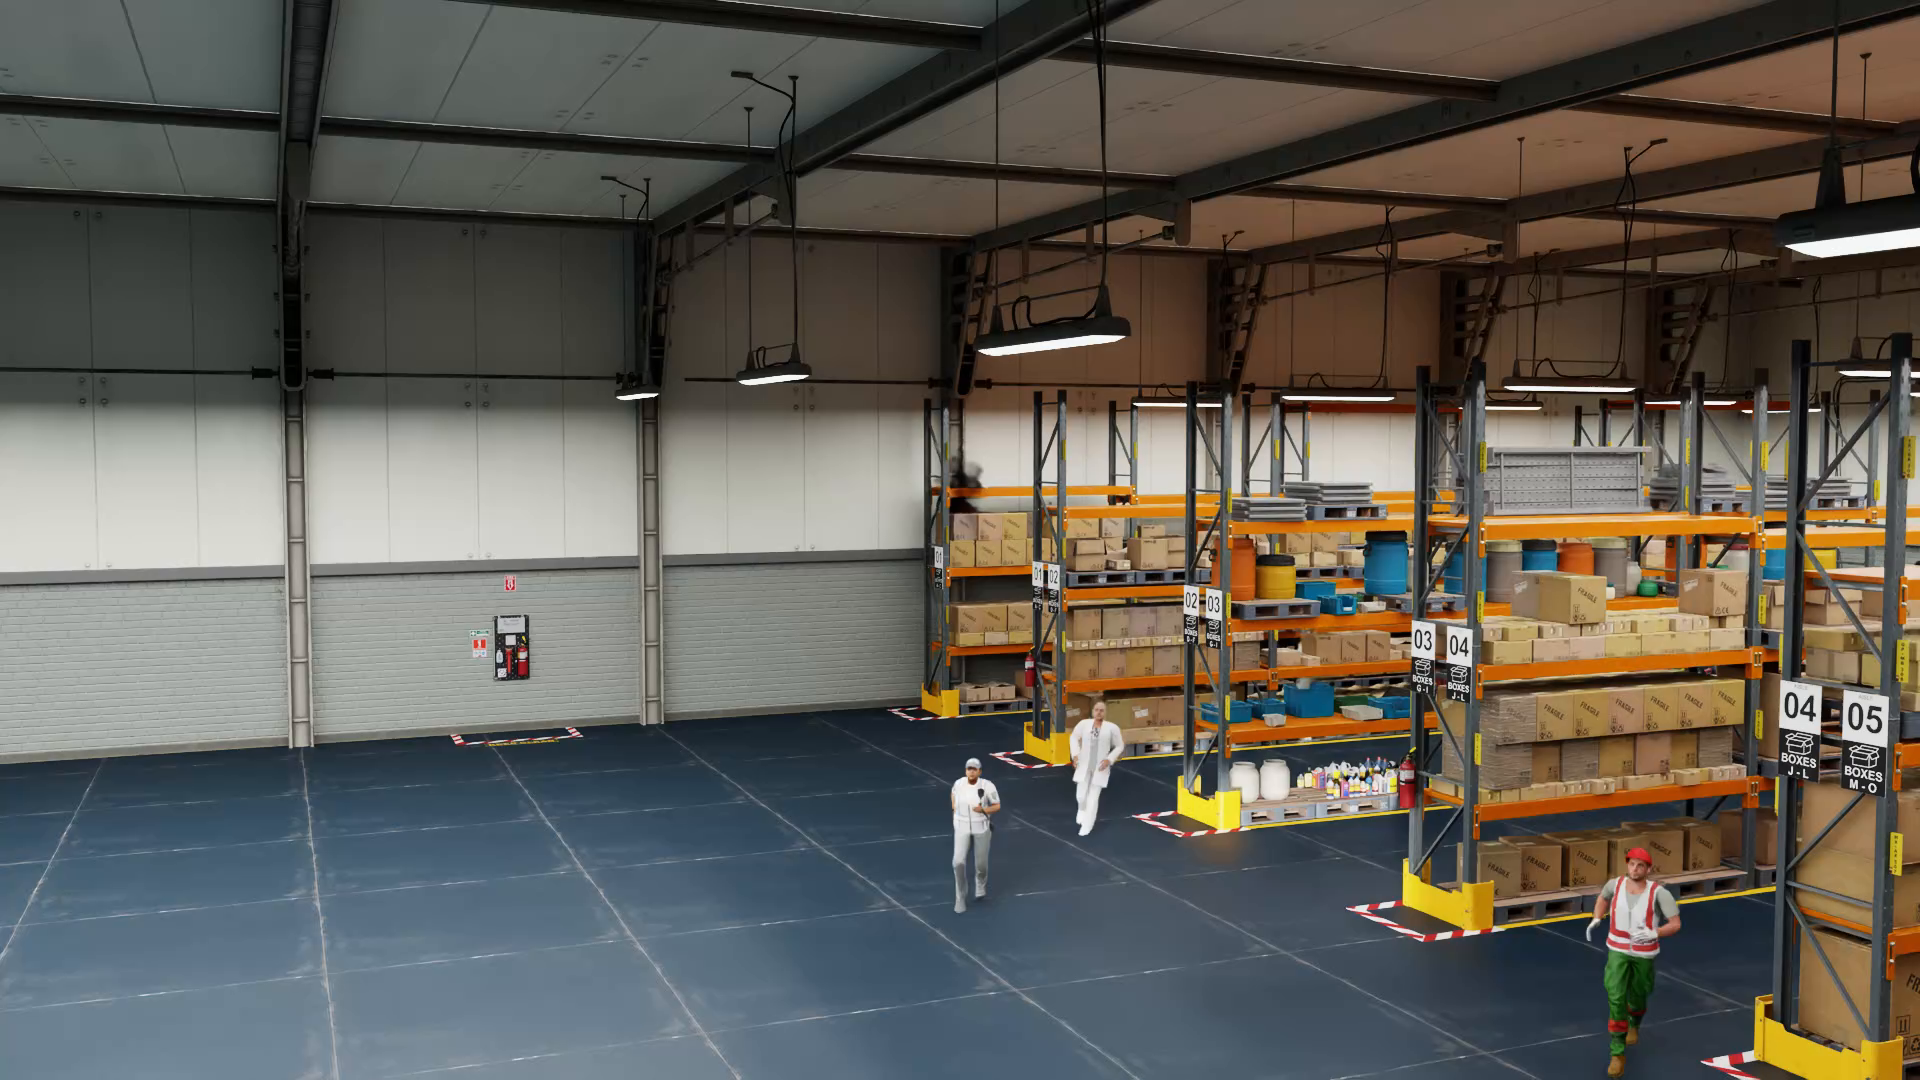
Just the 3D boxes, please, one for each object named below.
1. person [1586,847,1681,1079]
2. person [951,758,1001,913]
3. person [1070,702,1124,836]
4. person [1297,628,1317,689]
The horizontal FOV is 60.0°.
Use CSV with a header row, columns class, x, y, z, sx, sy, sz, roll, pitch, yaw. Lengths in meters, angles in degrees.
class,x,y,z,sx,sy,sz,roll,pitch,yaw
person,5.580,3.452,13.808,0.738,1.807,0.930,2,4,27
person,0.172,3.270,18.530,0.586,1.725,0.743,0,3,7
person,1.806,3.019,22.044,0.743,1.752,0.602,1,3,13
person,6.390,2.469,30.902,0.564,1.737,0.638,-1,4,-20
